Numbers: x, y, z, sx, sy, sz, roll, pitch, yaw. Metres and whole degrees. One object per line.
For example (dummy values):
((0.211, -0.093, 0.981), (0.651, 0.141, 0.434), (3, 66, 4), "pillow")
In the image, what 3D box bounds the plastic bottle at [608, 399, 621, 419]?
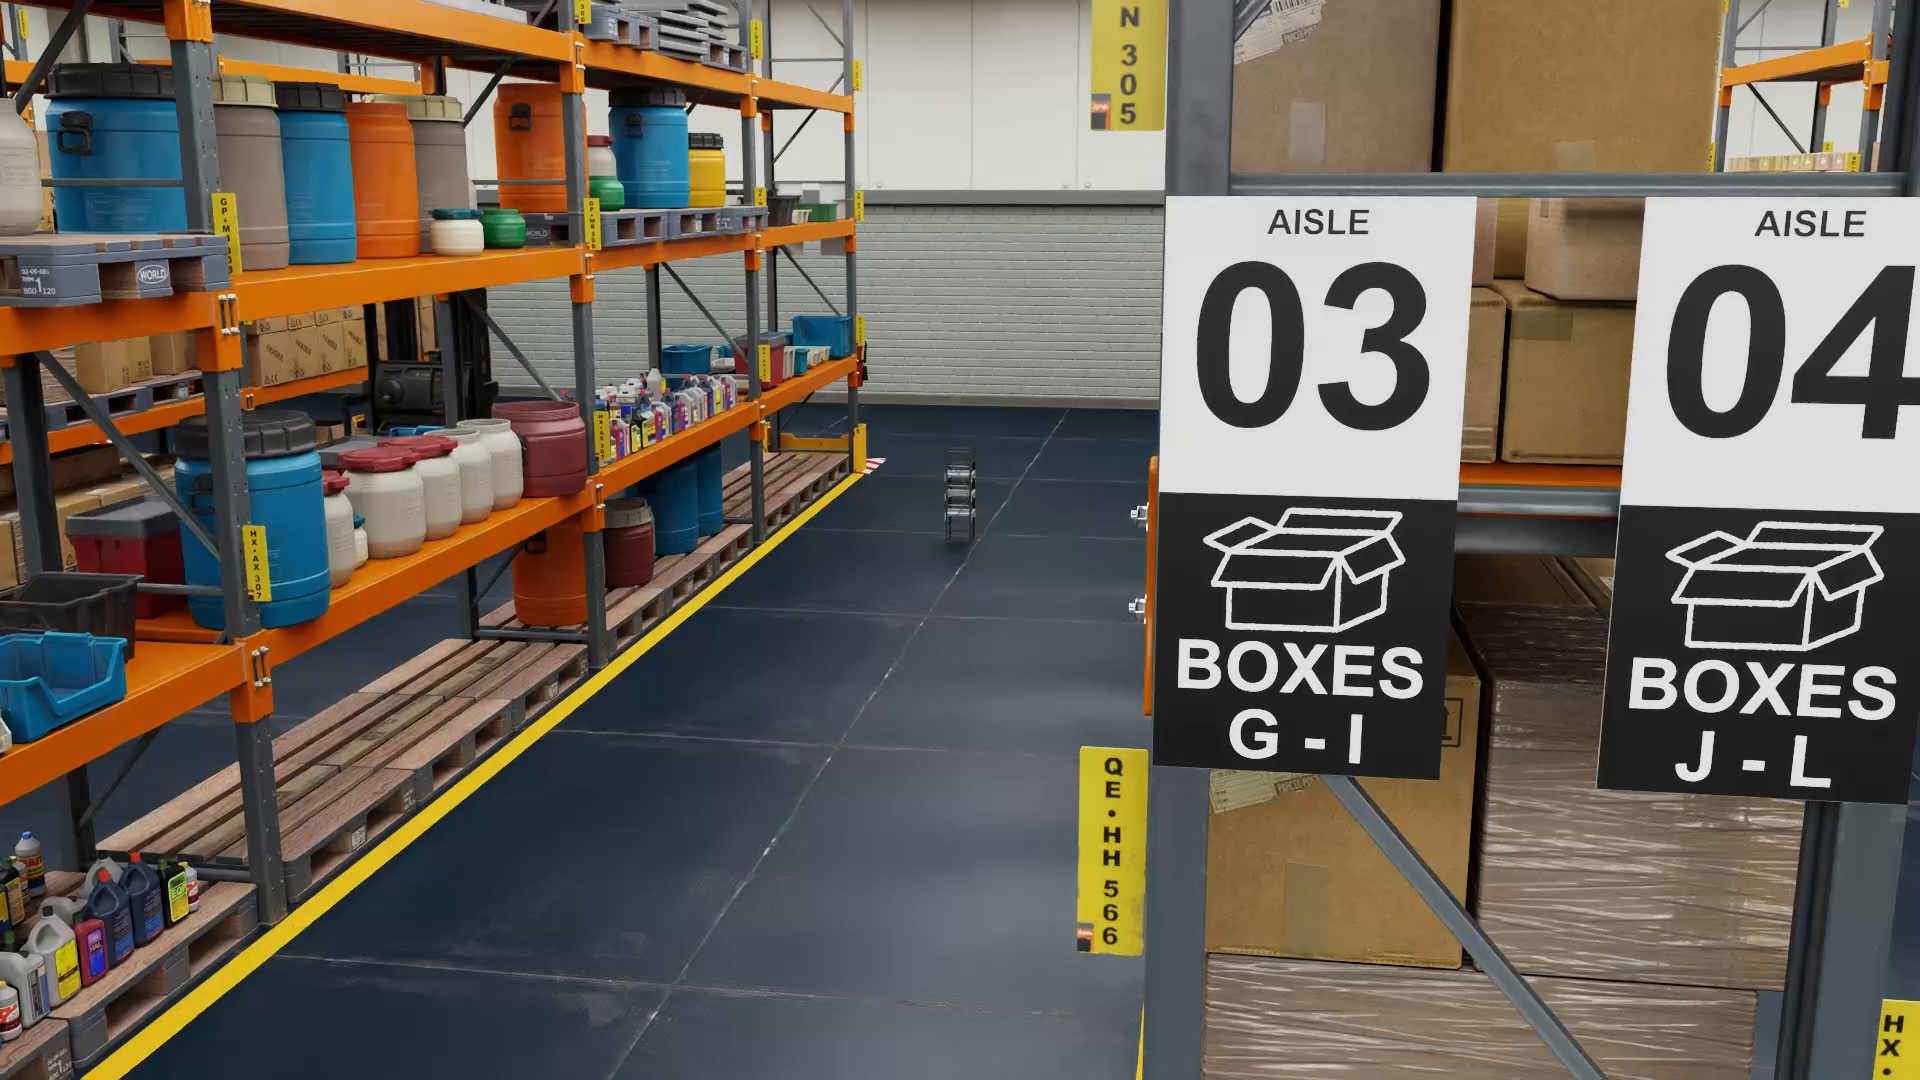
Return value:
((-2.776, -1.029, 13.374), (0.097, 0.201, 0.097), (0, 12, 0), "plastic bottle")

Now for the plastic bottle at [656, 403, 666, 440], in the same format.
((-2.283, -0.899, 12.605), (0.097, 0.271, 0.097), (0, 12, 0), "plastic bottle")

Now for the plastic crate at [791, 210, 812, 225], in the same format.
((-1.734, -3.183, 16.404), (0.437, 0.136, 0.530), (2, 12, 9), "plastic crate")

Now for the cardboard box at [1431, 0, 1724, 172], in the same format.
((1.267, -0.998, 3.509), (0.500, 0.500, 0.500), (2, 12, 8), "cardboard box")

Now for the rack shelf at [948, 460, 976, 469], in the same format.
((0.001, -0.673, 15.113), (0.258, 0.077, 0.200), (2, 12, 9), "rack shelf")

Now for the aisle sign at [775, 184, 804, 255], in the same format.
((-1.944, -3.579, 18.566), (0.394, 0.787, 0.004), (2, 12, 9), "aisle sign")

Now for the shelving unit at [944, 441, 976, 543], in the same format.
((0.001, -0.442, 15.163), (0.258, 0.900, 0.210), (2, 12, 9), "shelving unit")

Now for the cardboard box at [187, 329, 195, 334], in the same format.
((-7.349, -2.263, 16.022), (0.500, 0.500, 0.500), (2, 12, 9), "cardboard box")

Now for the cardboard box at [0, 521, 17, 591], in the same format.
((-7.433, 0.142, 12.360), (0.500, 0.500, 0.500), (2, 12, 11), "cardboard box")

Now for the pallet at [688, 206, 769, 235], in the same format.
((-2.301, -2.659, 13.794), (1.213, 0.211, 1.003), (2, 12, 9), "pallet")

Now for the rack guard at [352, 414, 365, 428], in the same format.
((-6.567, -1.207, 19.664), (1.175, 0.500, 0.348), (2, 12, 9), "rack guard")

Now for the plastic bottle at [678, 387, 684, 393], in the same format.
((-2.278, -1.115, 13.607), (0.097, 0.271, 0.097), (0, 12, 0), "plastic bottle")

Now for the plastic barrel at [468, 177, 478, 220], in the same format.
((-3.242, -2.084, 10.417), (0.421, 0.512, 0.421), (0, 12, 0), "plastic barrel")

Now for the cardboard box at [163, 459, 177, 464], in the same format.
((-6.963, -0.493, 15.308), (0.500, 0.500, 0.500), (2, 12, 8), "cardboard box")

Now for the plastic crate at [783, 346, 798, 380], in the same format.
((-1.860, -1.734, 16.316), (0.437, 0.282, 0.530), (2, 12, 9), "plastic crate")

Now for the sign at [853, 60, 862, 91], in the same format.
((-1.115, -5.044, 18.061), (0.100, 0.325, 0.005), (2, 12, 9), "sign")

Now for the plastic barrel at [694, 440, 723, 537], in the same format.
((-2.377, -0.518, 14.516), (0.600, 0.901, 0.708), (2, 12, 9), "plastic barrel")

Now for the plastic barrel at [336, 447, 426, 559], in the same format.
((-3.030, -0.197, 8.720), (0.433, 0.535, 0.433), (0, 12, 0), "plastic barrel")

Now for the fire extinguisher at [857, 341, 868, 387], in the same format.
((-1.189, -2.080, 18.851), (0.296, 0.674, 0.183), (2, 12, 9), "fire extinguisher")

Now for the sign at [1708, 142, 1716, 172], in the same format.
((7.582, -3.852, 16.811), (0.100, 0.325, 0.005), (2, 12, 9), "sign")

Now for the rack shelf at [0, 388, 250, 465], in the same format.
((-7.478, -0.844, 13.754), (1.077, 0.370, 4.000), (2, 12, 9), "rack shelf")

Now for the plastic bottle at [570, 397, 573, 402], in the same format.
((-3.026, -0.963, 12.877), (0.061, 0.283, 0.133), (2, 12, 9), "plastic bottle")

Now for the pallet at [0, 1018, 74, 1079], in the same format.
((-3.837, 1.971, 5.604), (1.003, 0.211, 1.213), (2, 12, 9), "pallet")

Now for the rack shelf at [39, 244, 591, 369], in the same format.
((-3.199, -1.317, 8.826), (1.077, 0.370, 4.000), (2, 12, 9), "rack shelf")

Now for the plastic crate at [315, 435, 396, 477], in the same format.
((-3.443, -0.323, 9.477), (0.402, 0.464, 0.583), (2, 12, 9), "plastic crate")

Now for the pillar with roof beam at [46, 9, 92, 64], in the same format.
((-7.636, -5.988, 21.674), (9.100, 9.000, 0.400), (2, 12, 9), "pillar with roof beam")

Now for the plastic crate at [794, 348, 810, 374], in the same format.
((-1.724, -1.795, 16.715), (0.416, 0.233, 0.300), (2, 12, 9), "plastic crate")

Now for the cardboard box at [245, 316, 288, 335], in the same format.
((-6.820, -2.239, 15.907), (0.500, 0.500, 0.500), (2, 12, 10), "cardboard box")

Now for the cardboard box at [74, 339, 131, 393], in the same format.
((-7.381, -1.497, 13.840), (0.700, 0.500, 0.500), (-1, 12, -6), "cardboard box")

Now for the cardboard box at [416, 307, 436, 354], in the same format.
((-6.355, -2.392, 18.990), (0.500, 0.500, 0.500), (2, 12, 10), "cardboard box")

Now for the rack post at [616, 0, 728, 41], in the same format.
((-2.437, -4.172, 13.429), (0.937, 0.300, 0.954), (2, 12, 8), "rack post")

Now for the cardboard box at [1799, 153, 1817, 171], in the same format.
((7.433, -3.232, 14.231), (0.380, 0.149, 0.250), (1, 12, 6), "cardboard box")

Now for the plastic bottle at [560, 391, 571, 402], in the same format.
((-3.010, -0.962, 12.710), (0.144, 0.351, 0.185), (2, 12, 9), "plastic bottle")

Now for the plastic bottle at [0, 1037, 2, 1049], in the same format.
((-3.436, 1.664, 5.840), (0.097, 0.271, 0.097), (0, 12, 0), "plastic bottle")

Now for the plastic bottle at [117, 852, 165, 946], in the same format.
((-3.321, 1.438, 6.702), (0.144, 0.351, 0.185), (2, 12, 7), "plastic bottle")

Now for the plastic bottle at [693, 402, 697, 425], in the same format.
((-2.163, -1.027, 13.368), (0.097, 0.201, 0.097), (0, 12, 0), "plastic bottle")

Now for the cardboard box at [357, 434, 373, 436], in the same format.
((-6.571, -0.998, 18.242), (0.500, 0.250, 0.500), (2, 12, 9), "cardboard box")

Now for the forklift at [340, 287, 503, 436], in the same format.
((-4.901, -1.410, 14.837), (1.130, 2.935, 3.031), (3, 12, 12), "forklift")

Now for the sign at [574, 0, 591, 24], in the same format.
((-2.347, -3.377, 10.325), (0.100, 0.325, 0.005), (2, 12, 9), "sign")

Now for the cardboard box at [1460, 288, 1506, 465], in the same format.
((0.595, -0.294, 2.730), (0.500, 0.250, 0.500), (2, 12, 10), "cardboard box")

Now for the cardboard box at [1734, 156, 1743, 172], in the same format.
((7.672, -3.607, 15.970), (0.380, 0.149, 0.250), (2, 12, 9), "cardboard box")

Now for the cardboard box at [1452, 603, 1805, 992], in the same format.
((1.126, 0.419, 2.869), (0.500, 0.500, 0.500), (2, 12, 9), "cardboard box")

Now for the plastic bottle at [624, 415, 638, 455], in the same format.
((-2.369, -0.763, 11.950), (0.061, 0.283, 0.133), (2, 12, 9), "plastic bottle")

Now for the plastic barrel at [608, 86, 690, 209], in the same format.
((-2.388, -3.007, 12.778), (0.600, 0.901, 0.708), (2, 12, 9), "plastic barrel")

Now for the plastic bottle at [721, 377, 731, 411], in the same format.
((-2.008, -1.252, 14.215), (0.061, 0.283, 0.133), (2, 12, 9), "plastic bottle")

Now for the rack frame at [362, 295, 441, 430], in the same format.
((-6.555, -2.445, 19.474), (1.000, 3.000, 0.127), (2, 12, 9), "rack frame")

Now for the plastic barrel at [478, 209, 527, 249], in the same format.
((-2.879, -1.956, 10.453), (0.294, 0.245, 0.294), (0, 12, 0), "plastic barrel")

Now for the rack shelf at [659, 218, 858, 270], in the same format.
((-1.969, -2.982, 16.554), (1.077, 0.370, 4.000), (2, 12, 9), "rack shelf")

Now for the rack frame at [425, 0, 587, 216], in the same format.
((-2.892, -3.551, 10.366), (1.000, 3.000, 0.127), (2, 12, 9), "rack frame")

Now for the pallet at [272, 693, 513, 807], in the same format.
((-3.239, 1.158, 9.375), (1.003, 0.211, 1.213), (2, 12, 9), "pallet")
